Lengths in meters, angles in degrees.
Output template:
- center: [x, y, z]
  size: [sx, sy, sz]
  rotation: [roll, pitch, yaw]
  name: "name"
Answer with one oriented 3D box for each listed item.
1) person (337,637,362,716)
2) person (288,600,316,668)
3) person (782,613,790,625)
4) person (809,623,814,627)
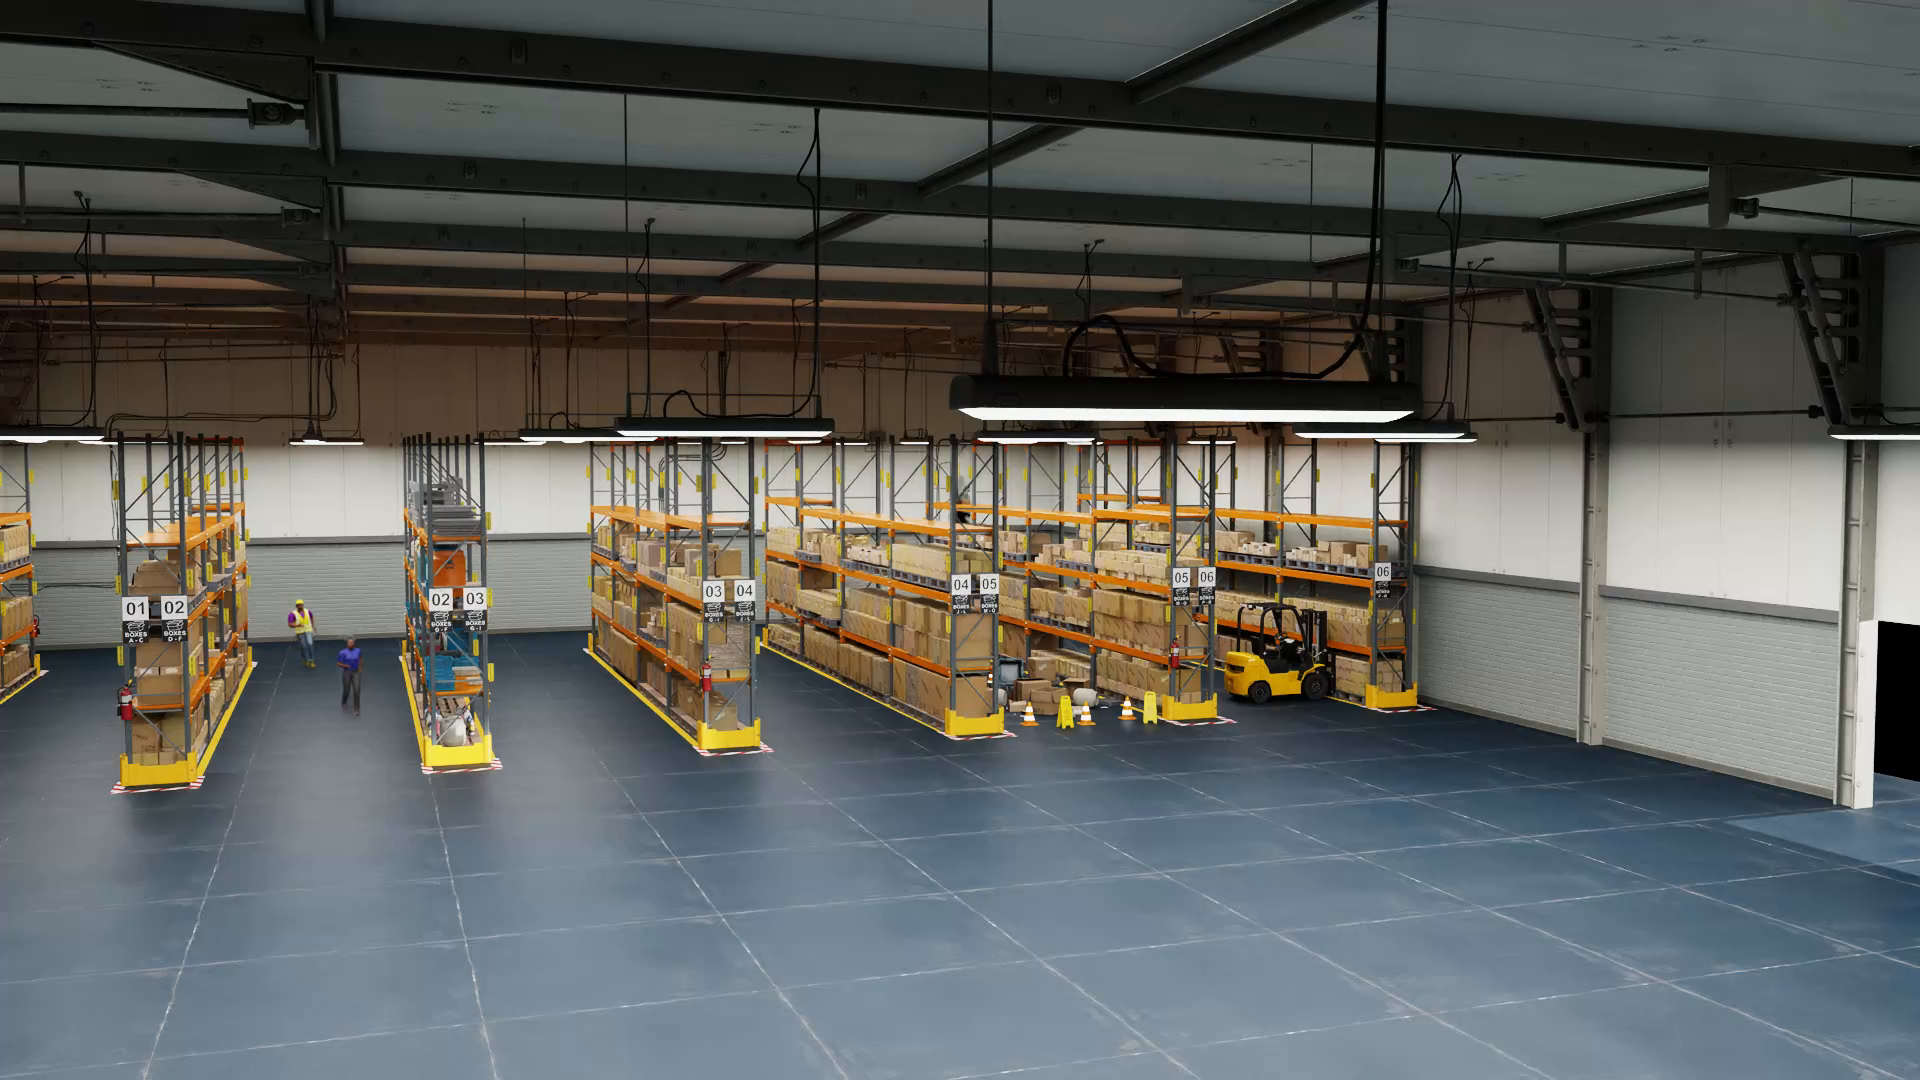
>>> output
- center: [-13.089, 2.909, 35.708]
  size: [0.549, 1.662, 0.904]
  rotation: [-2, 4, -32]
  name: "person"
- center: [-17.095, 2.425, 43.258]
  size: [0.702, 1.753, 0.901]
  rotation: [-2, 4, -32]
  name: "person"
- center: [-5.188, 2.160, 49.798]
  size: [0.833, 1.649, 0.719]
  rotation: [1, 3, 13]
  name: "person"
- center: [-4.408, 2.091, 50.692]
  size: [0.880, 1.662, 0.570]
  rotation: [-3, 4, -42]
  name: "person"
